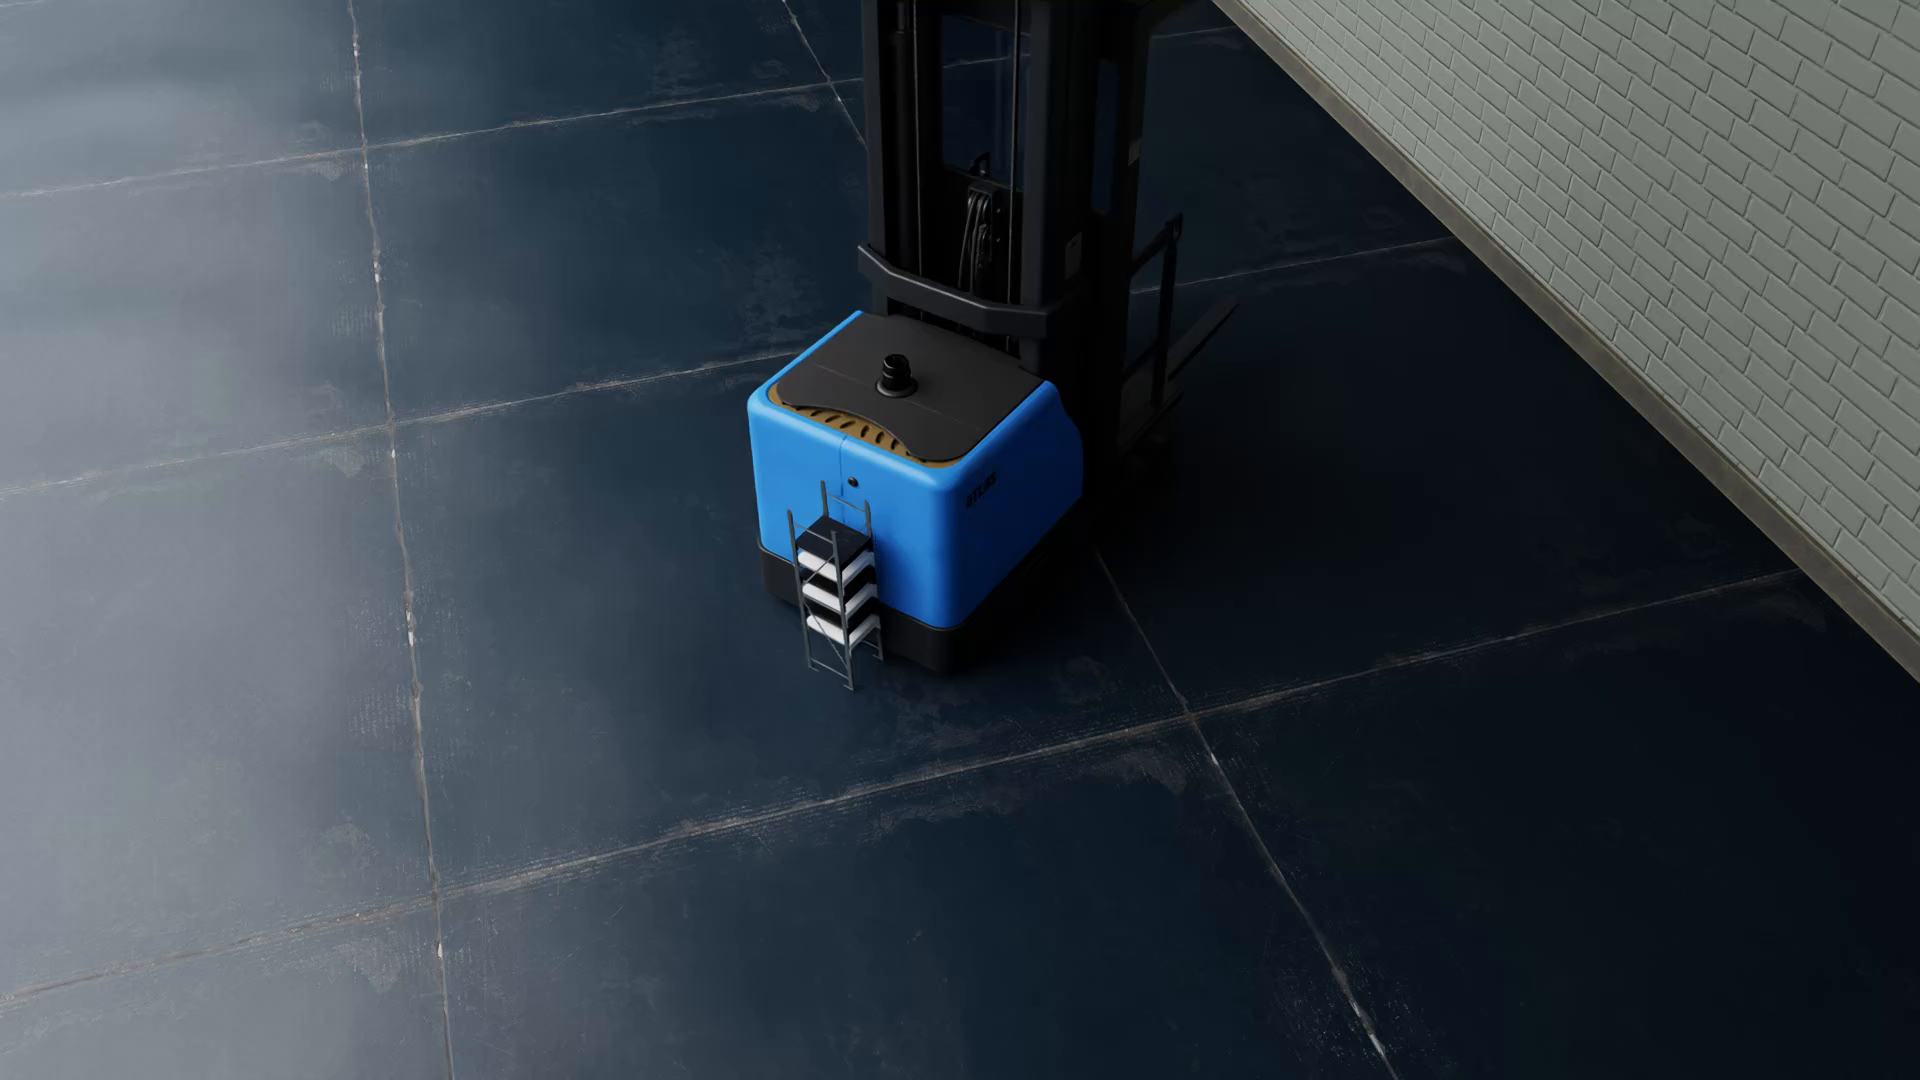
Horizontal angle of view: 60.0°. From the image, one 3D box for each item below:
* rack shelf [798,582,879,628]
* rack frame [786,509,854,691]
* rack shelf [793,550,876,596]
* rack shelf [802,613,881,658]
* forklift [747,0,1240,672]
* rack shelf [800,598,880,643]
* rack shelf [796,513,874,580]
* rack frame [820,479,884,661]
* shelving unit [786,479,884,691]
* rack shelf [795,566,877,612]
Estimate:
[{"bbox_3d":[-0.491,0.218,6.708,0.258,0.077,0.200,25,50,26],"label":"rack shelf"},{"bbox_3d":[-0.551,0.253,6.627,0.240,0.900,0.006,25,50,26],"label":"rack frame"},{"bbox_3d":[-0.497,0.088,6.584,0.258,0.077,0.200,25,50,26],"label":"rack shelf"},{"bbox_3d":[-0.486,0.348,6.832,0.258,0.077,0.200,25,50,26],"label":"rack shelf"},{"bbox_3d":[0.360,-1.498,7.086,1.130,2.935,3.031,23,46,24],"label":"forklift"},{"bbox_3d":[-0.488,0.283,6.770,0.258,0.077,0.200,25,50,26],"label":"rack shelf"},{"bbox_3d":[-0.500,0.023,6.522,0.258,0.077,0.200,25,50,26],"label":"rack shelf"},{"bbox_3d":[-0.433,0.136,6.744,0.240,0.900,0.006,25,50,26],"label":"rack frame"},{"bbox_3d":[-0.492,0.194,6.685,0.258,0.900,0.210,25,50,26],"label":"shelving unit"},{"bbox_3d":[-0.494,0.153,6.646,0.258,0.077,0.200,25,50,26],"label":"rack shelf"}]
